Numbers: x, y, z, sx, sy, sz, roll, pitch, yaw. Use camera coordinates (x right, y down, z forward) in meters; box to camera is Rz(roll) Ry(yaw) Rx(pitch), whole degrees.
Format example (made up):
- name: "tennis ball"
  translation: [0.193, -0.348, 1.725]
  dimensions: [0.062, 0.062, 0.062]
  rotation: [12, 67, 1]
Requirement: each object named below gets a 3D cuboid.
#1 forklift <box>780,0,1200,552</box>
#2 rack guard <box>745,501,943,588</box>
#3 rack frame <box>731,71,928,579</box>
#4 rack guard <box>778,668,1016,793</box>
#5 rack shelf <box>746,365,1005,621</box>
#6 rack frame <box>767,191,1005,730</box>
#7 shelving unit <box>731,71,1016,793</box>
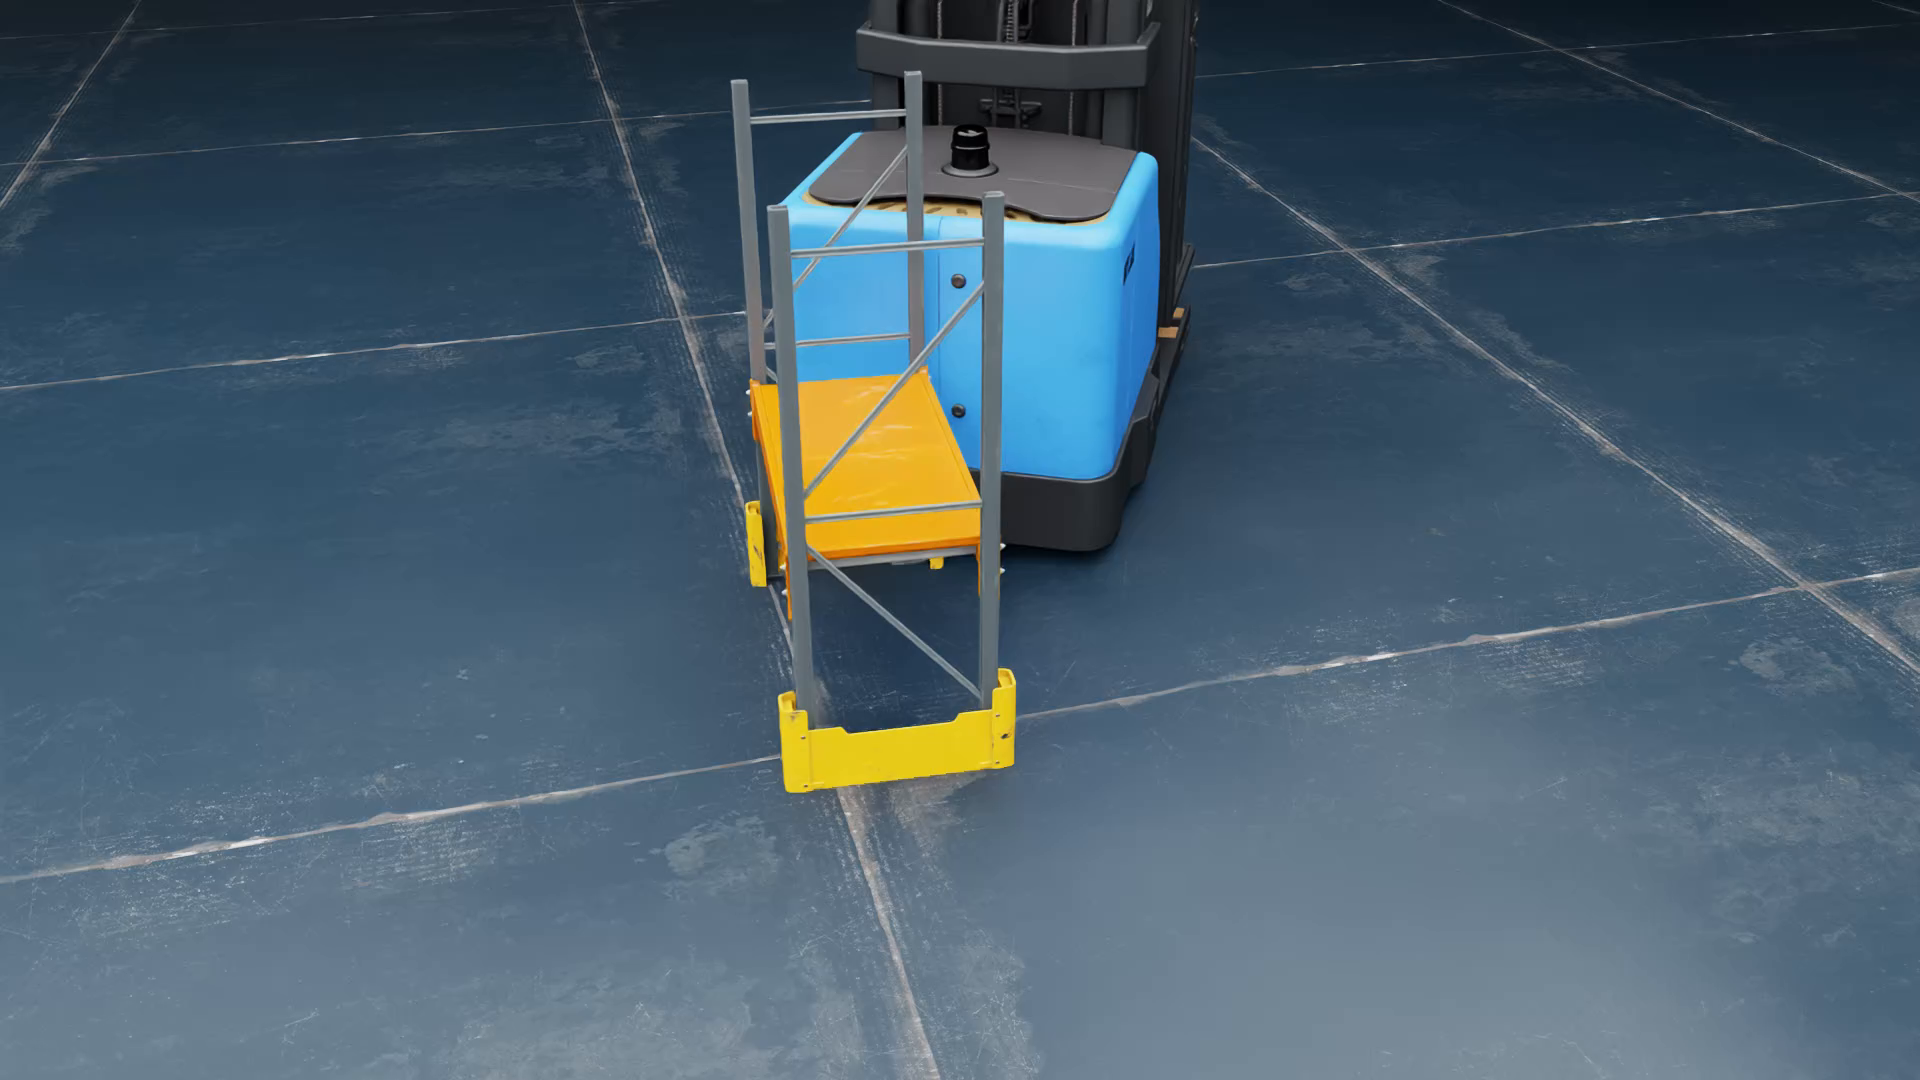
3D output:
- name: "forklift"
  translation: [0.289, -1.958, 5.706]
  dimensions: [1.130, 2.935, 3.031]
  rotation: [7, 31, 12]
- name: "rack guard"
  translation: [-0.344, -0.011, 5.020]
  dimensions: [0.587, 0.250, 0.087]
  rotation: [-6, 31, -10]
- name: "rack frame"
  translation: [-0.348, -0.562, 4.724]
  dimensions: [0.500, 1.500, 0.032]
  rotation: [-6, 31, -10]
- name: "rack guard"
  translation: [-0.154, 0.478, 4.174]
  dimensions: [0.587, 0.250, 0.087]
  rotation: [-6, 31, -10]
- name: "rack shelf"
  translation: [-0.251, -0.156, 4.382]
  dimensions: [0.538, 0.185, 1.000]
  rotation: [-6, 31, -10]
- name: "rack frame"
  translation: [-0.153, -0.062, 3.860]
  dimensions: [0.500, 1.500, 0.032]
  rotation: [-6, 31, -10]
- name: "shelving unit"
  translation: [-0.249, -0.307, 4.284]
  dimensions: [0.587, 1.500, 1.083]
  rotation: [-6, 31, -10]
